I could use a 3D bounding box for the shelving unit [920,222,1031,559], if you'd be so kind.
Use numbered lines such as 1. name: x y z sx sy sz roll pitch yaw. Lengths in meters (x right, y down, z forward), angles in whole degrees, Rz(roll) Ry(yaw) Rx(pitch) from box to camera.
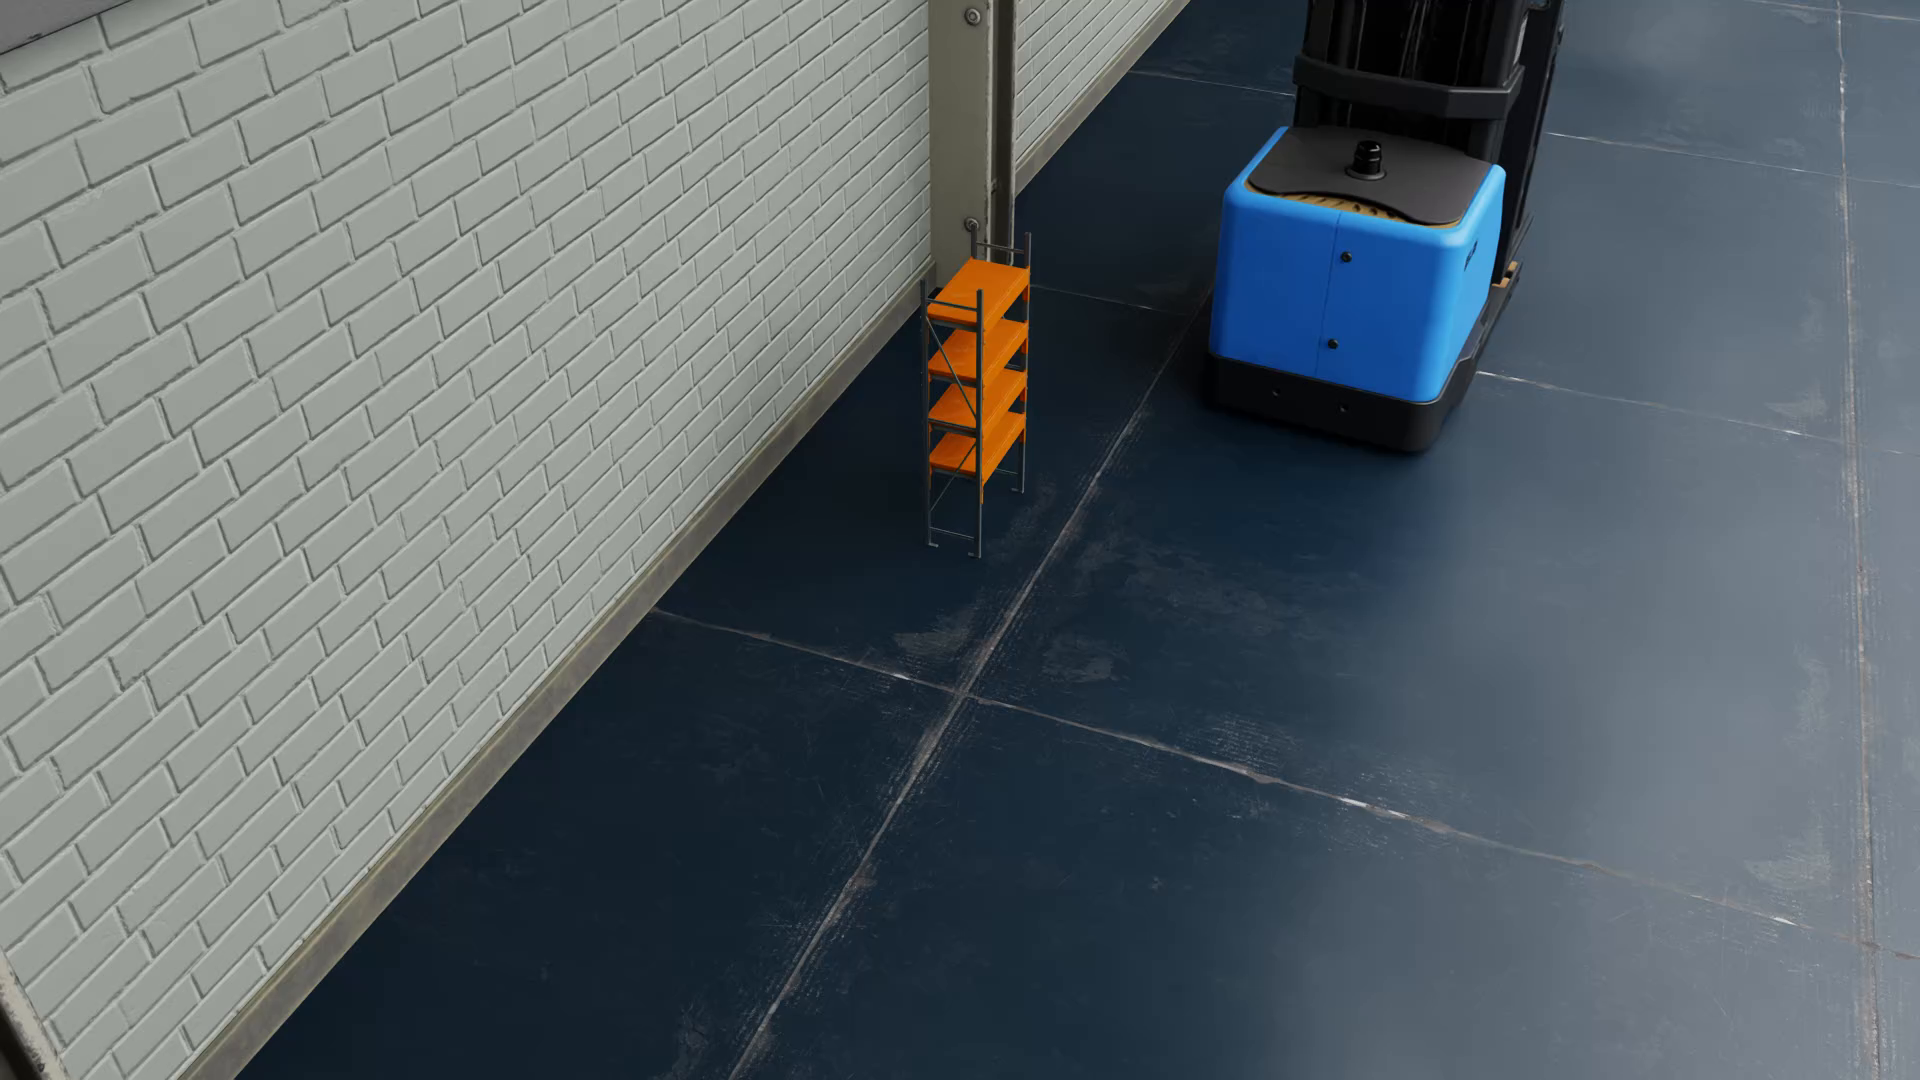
1. shelving unit: 0.063 -0.572 6.513 0.258 1.200 0.503 14 39 18

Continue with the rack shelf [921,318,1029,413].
1. rack shelf: 0.063 -0.698 6.420 0.258 0.148 0.480 14 39 18

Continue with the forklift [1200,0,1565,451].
1. forklift: 2.193 -2.427 7.548 1.130 2.935 3.031 16 40 21

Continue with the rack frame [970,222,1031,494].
1. rack frame: 0.156 -0.707 6.694 0.240 1.200 0.015 14 39 18

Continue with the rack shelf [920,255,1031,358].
1. rack shelf: 0.063 -0.887 6.278 0.258 0.148 0.480 14 39 18

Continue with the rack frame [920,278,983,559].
1. rack frame: -0.030 -0.437 6.333 0.240 1.200 0.015 14 39 18

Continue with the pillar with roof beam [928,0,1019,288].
1. pillar with roof beam: 4.045 -3.998 4.582 9.100 9.000 0.400 14 39 18

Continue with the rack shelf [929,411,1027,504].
1. rack shelf: 0.063 -0.359 6.673 0.258 0.148 0.480 14 39 18

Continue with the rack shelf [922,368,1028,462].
1. rack shelf: 0.063 -0.518 6.554 0.258 0.148 0.480 14 39 18
